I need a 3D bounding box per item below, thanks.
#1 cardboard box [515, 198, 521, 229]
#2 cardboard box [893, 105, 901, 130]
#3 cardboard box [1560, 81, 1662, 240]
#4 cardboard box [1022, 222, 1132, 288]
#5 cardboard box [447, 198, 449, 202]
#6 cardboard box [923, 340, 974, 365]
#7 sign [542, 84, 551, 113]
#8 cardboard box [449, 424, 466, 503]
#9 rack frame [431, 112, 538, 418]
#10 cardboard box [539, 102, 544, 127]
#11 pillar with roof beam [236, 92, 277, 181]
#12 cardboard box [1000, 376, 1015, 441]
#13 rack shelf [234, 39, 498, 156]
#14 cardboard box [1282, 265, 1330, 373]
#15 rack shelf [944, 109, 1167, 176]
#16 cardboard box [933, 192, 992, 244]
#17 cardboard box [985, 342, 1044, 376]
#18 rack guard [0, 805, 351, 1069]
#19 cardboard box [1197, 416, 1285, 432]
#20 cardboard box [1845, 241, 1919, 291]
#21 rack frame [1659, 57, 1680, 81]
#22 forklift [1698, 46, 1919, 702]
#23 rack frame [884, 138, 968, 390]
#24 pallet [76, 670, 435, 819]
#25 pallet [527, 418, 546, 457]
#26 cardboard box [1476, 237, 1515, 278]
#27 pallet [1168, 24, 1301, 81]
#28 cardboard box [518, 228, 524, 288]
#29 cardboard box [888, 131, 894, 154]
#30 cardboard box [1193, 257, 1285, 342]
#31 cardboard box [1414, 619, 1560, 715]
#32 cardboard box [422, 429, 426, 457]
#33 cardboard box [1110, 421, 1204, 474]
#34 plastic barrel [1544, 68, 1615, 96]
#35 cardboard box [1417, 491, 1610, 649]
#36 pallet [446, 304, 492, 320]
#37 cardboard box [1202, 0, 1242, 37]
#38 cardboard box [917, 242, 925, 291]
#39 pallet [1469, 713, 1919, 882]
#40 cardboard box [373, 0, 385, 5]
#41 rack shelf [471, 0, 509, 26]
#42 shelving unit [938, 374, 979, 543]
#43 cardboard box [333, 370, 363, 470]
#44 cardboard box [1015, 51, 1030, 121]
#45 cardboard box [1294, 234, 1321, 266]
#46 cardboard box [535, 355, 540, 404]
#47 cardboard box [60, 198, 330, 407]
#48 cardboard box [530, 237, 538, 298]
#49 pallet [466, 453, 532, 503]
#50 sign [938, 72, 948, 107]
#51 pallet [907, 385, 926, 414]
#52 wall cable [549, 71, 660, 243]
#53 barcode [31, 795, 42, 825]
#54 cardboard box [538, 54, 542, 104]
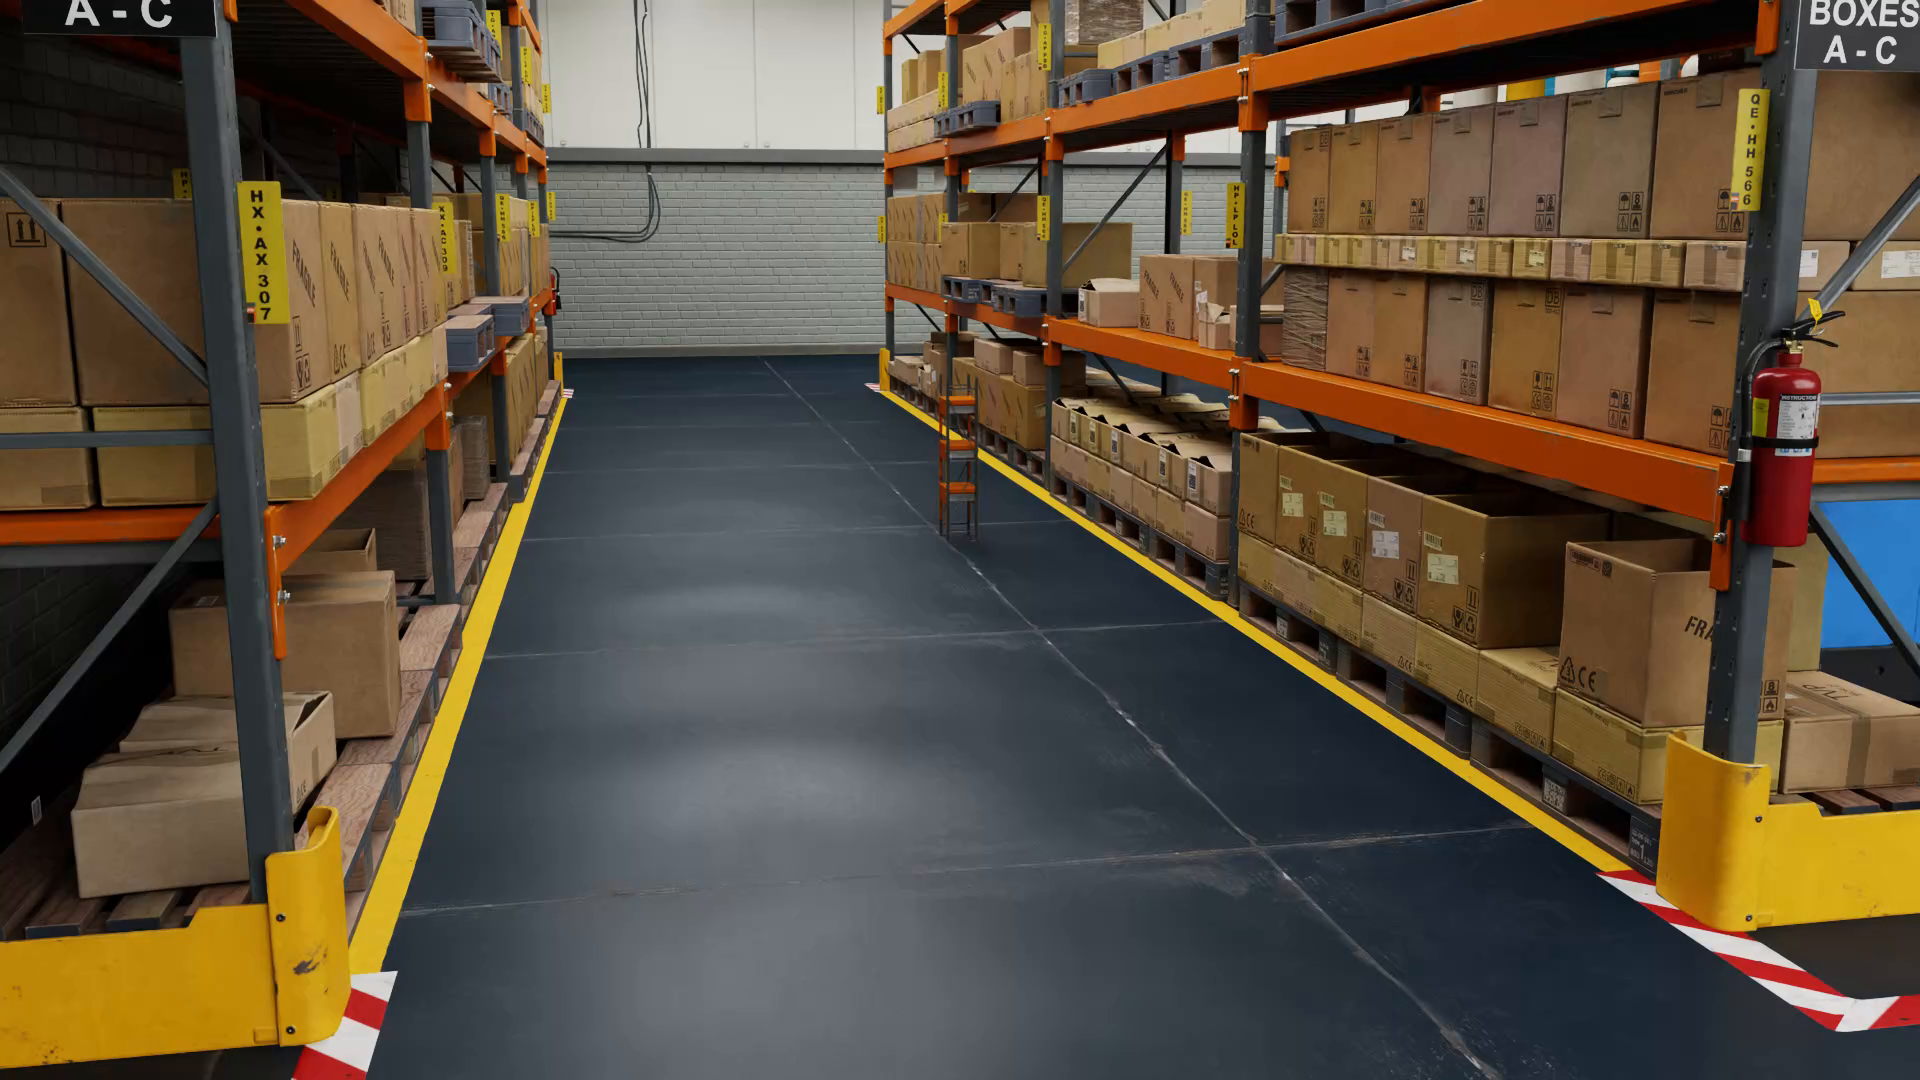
[{"bbox_3d":[-3.955,-2.732,13.904,0.500,0.250,0.500,-2,11,-10],"label":"cardboard box"},{"bbox_3d":[-0.470,-4.786,18.864,0.500,0.250,0.500,-2,11,-11],"label":"cardboard box"},{"bbox_3d":[2.510,-1.281,5.665,0.700,0.500,0.500,-2,11,-12],"label":"cardboard box"},{"bbox_3d":[0.918,-2.236,13.033,0.700,0.500,0.500,-6,12,-30],"label":"cardboard box"},{"bbox_3d":[-3.611,-2.210,11.108,0.380,0.149,0.250,-4,11,-18],"label":"cardboard box"},{"bbox_3d":[0.002,-1.937,18.352,0.797,0.503,0.637,-2,11,-11],"label":"cardboard box"},{"bbox_3d":[-4.729,-5.043,18.989,0.100,0.325,0.005,-2,11,-11],"label":"sign"},{"bbox_3d":[-3.530,-0.448,10.536,0.700,0.500,0.500,-2,11,-11],"label":"cardboard box"},{"bbox_3d":[-4.486,-2.422,15.400,1.000,3.000,0.127,-2,11,-11],"label":"rack frame"},{"bbox_3d":[-4.861,-4.686,18.285,0.500,0.250,0.500,-2,11,-9],"label":"cardboard box"},{"bbox_3d":[-0.081,-4.522,10.390,9.100,9.000,0.400,-2,11,-11],"label":"pillar with roof beam"},{"bbox_3d":[0.638,-1.116,14.044,0.500,0.500,0.500,-3,11,-13],"label":"cardboard box"},{"bbox_3d":[-3.319,-2.442,9.405,1.077,0.370,4.000,-2,11,-11],"label":"rack shelf"},{"bbox_3d":[2.021,-1.104,8.206,0.700,0.500,0.500,-2,11,-12],"label":"cardboard box"},{"bbox_3d":[0.762,-3.356,14.210,1.077,0.370,4.000,-2,11,-11],"label":"rack shelf"},{"bbox_3d":[0.020,-3.227,16.685,0.500,0.500,0.500,-2,11,-11],"label":"cardboard box"},{"bbox_3d":[0.520,-1.587,14.513,0.500,0.250,0.500,-2,11,-12],"label":"cardboard box"},{"bbox_3d":[-2.167,0.993,4.144,1.175,0.500,0.348,-2,11,-11],"label":"rack guard"},{"bbox_3d":[1.792,-0.634,10.734,0.500,0.311,0.500,-2,11,-9],"label":"cardboard box"},{"bbox_3d":[2.841,-0.850,5.136,0.380,0.149,0.250,-2,11,-11],"label":"cardboard box"},{"bbox_3d":[6.010,-4.996,12.878,1.000,3.000,0.127,-2,11,-11],"label":"rack frame"},{"bbox_3d":[3.631,-0.984,8.030,1.130,2.935,3.031,-2,11,-10],"label":"forklift"},{"bbox_3d":[-0.405,-3.337,20.205,1.000,3.000,0.127,-2,11,-11],"label":"rack frame"},{"bbox_3d":[-2.524,0.761,6.134,1.003,0.211,1.213,-2,11,-11],"label":"pallet"},{"bbox_3d":[-4.262,-0.914,14.932,1.003,0.211,1.213,-2,11,-11],"label":"pallet"},{"bbox_3d":[2.192,-1.071,6.296,0.380,0.149,0.250,-2,11,-9],"label":"cardboard box"},{"bbox_3d":[1.744,-2.677,9.226,0.805,0.209,1.217,-3,11,-13],"label":"pallet"},{"bbox_3d":[-3.950,-2.366,13.989,0.500,0.500,0.500,-2,11,-11],"label":"cardboard box"},{"bbox_3d":[-0.555,-4.633,19.395,0.500,0.250,0.500,-2,11,-11],"label":"cardboard box"},{"bbox_3d":[1.693,-1.423,9.883,0.500,0.500,0.500,-1,11,-7],"label":"cardboard box"},{"bbox_3d":[2.104,0.472,6.426,0.500,0.250,0.500,-2,11,-11],"label":"cardboard box"},{"bbox_3d":[-3.283,-0.622,9.444,0.500,0.250,0.500,-2,11,-13],"label":"cardboard box"},{"bbox_3d":[1.272,-0.610,10.609,0.500,0.311,0.500,-2,11,-12],"label":"cardboard box"},{"bbox_3d":[5.714,-4.401,15.311,0.600,0.901,0.708,-2,11,-11],"label":"plastic barrel"},{"bbox_3d":[2.102,0.103,6.356,0.500,0.500,0.500,-2,11,-11],"label":"cardboard box"},{"bbox_3d":[-3.283,-1.233,9.664,1.003,0.211,1.213,-2,11,-11],"label":"pallet"},{"bbox_3d":[1.709,-2.956,9.460,0.500,0.250,0.500,-3,11,-17],"label":"cardboard box"},{"bbox_3d":[-0.180,-2.923,17.765,0.500,0.500,0.500,-2,11,-10],"label":"cardboard box"},{"bbox_3d":[2.517,0.829,5.777,1.003,0.211,1.213,-2,11,-11],"label":"pallet"},{"bbox_3d":[-2.358,-2.210,5.944,0.500,0.500,0.500,-3,11,-13],"label":"cardboard box"},{"bbox_3d":[-4.875,-5.282,16.853,0.919,0.124,3.809,-2,11,-11],"label":"rack shelf"},{"bbox_3d":[-0.010,-0.526,10.650,0.215,1.050,0.252,-2,11,-11],"label":"shelving unit"},{"bbox_3d":[-2.050,-0.353,4.878,0.500,0.250,0.500,-2,11,-13],"label":"cardboard box"},{"bbox_3d":[0.934,-3.564,13.112,0.910,0.500,0.500,-2,11,-11],"label":"cardboard box"},{"bbox_3d":[1.840,-1.401,8.034,0.380,0.149,0.250,-2,11,-10],"label":"cardboard box"},{"bbox_3d":[-4.625,-1.634,16.820,0.700,0.500,0.500,-2,11,-12],"label":"cardboard box"},{"bbox_3d":[-1.950,-0.624,4.297,0.500,0.500,0.500,-2,11,-11],"label":"cardboard box"},{"bbox_3d":[-4.575,-2.670,15.898,0.980,0.700,0.700,-2,11,-10],"label":"cardboard box"},{"bbox_3d":[-3.787,-0.466,12.581,1.003,0.211,1.213,-2,11,-11],"label":"pallet"},{"bbox_3d":[-0.158,-4.309,15.910,0.100,0.325,0.005,-2,11,-11],"label":"sign"},{"bbox_3d":[-0.001,-1.583,18.451,1.003,0.211,1.213,-2,11,-11],"label":"pallet"},{"bbox_3d":[-6.013,-5.628,24.503,3.097,2.526,0.112,-2,11,-11],"label":"wall cable"},{"bbox_3d":[-2.594,0.760,4.671,0.001,0.075,0.075,-2,11,-11],"label":"barcode"},{"bbox_3d":[-4.854,-5.055,18.216,0.500,0.500,0.500,-2,11,-11],"label":"cardboard box"}]
